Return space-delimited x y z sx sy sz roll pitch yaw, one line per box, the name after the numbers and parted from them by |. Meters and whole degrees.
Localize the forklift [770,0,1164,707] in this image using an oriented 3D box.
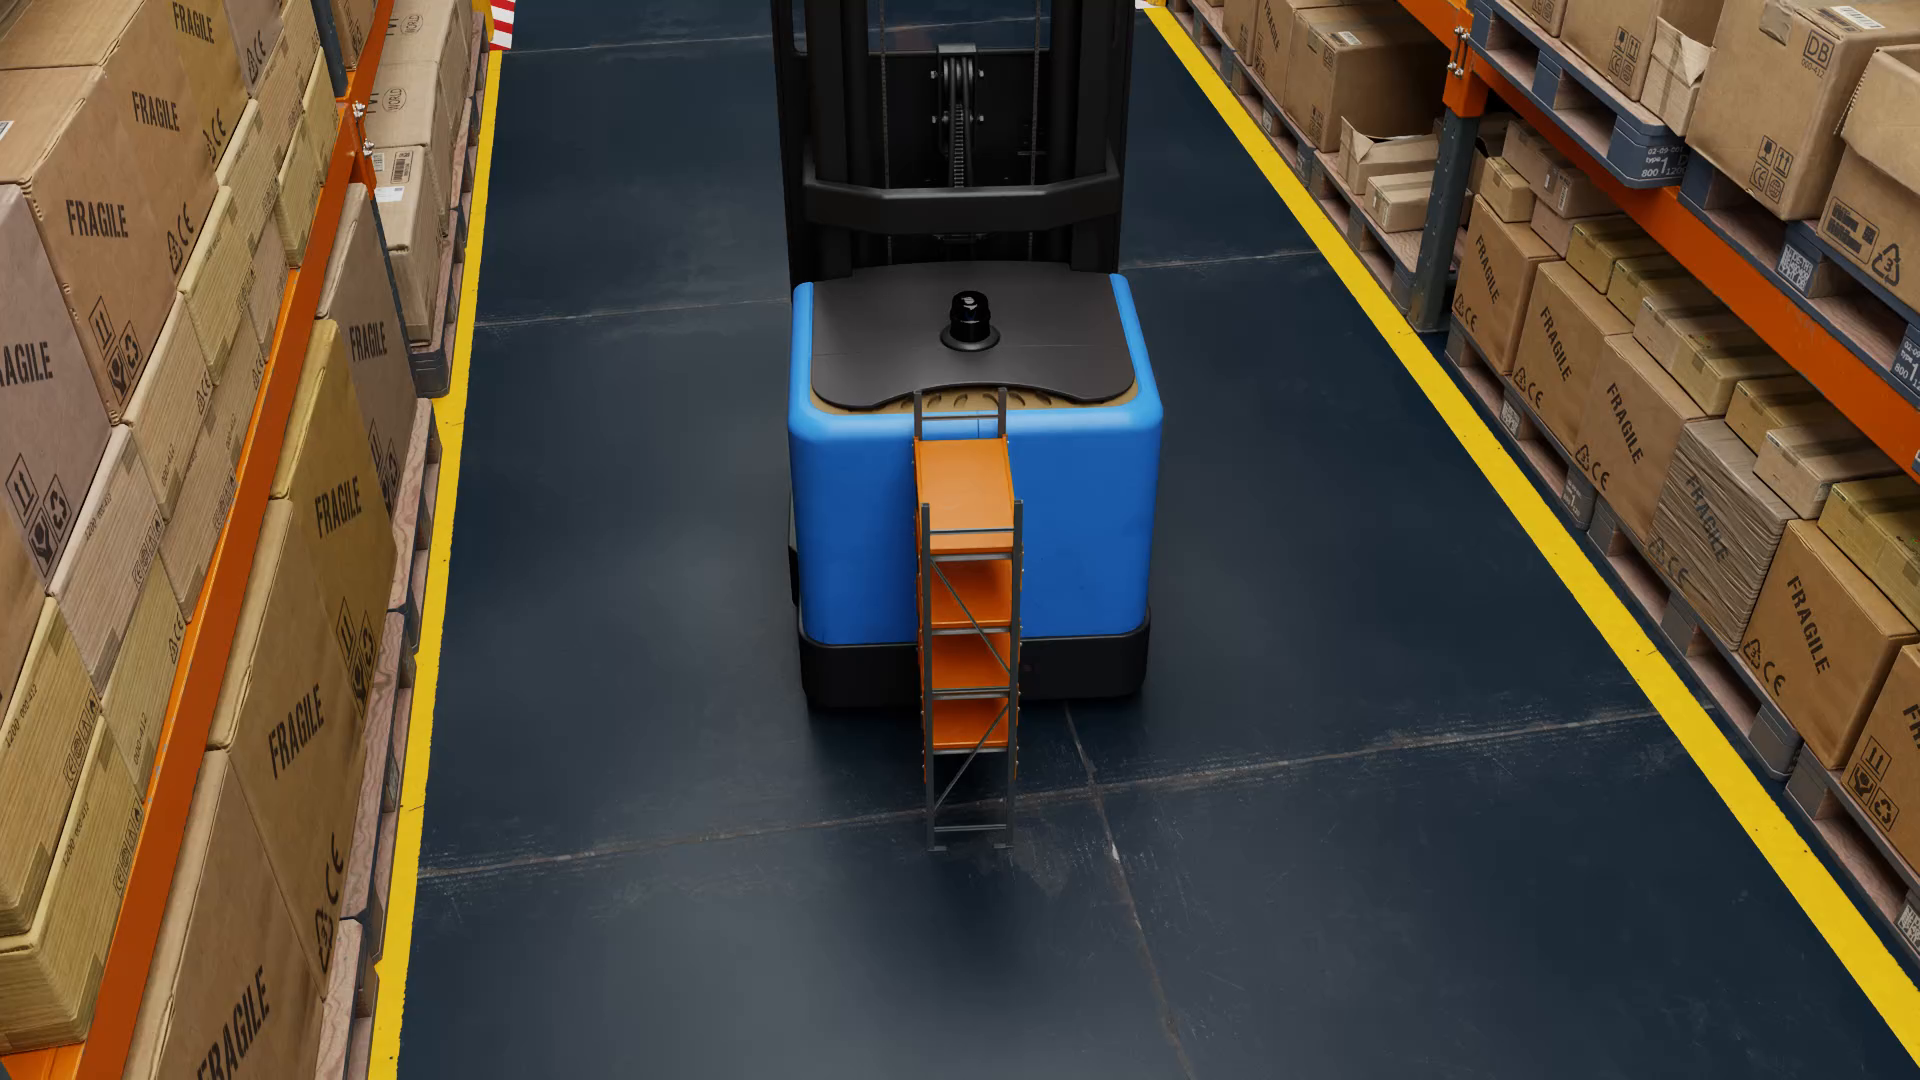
-0.035 -1.540 5.343 1.130 2.935 3.031 -2 38 -3 | forklift

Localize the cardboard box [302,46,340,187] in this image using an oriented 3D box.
-2.200 -1.277 5.071 0.500 0.250 0.500 -7 38 -9 | cardboard box

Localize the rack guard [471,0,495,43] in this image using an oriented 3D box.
-3.232 -3.024 9.235 1.175 0.500 0.348 -6 38 -8 | rack guard

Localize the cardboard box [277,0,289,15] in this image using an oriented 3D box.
-2.201 -1.772 4.689 0.500 0.500 0.500 -5 38 -6 | cardboard box

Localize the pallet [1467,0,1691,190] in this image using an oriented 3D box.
2.392 -1.546 5.452 1.003 0.211 1.213 -6 38 -8 | pallet

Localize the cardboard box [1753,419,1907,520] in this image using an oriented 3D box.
2.520 -0.210 4.742 0.380 0.149 0.250 -8 39 -10 | cardboard box

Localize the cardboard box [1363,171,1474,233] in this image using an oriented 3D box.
1.973 -1.462 7.168 0.380 0.149 0.250 -7 38 -9 | cardboard box

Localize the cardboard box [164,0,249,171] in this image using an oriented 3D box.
-2.033 -1.152 3.891 0.500 0.500 0.500 -5 38 -7 | cardboard box

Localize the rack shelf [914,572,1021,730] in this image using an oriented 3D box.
0.014 0.291 4.508 0.258 0.148 0.480 -2 38 -3 | rack shelf

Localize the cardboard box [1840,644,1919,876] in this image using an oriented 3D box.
2.698 0.585 4.247 0.500 0.500 0.500 -7 38 -9 | cardboard box

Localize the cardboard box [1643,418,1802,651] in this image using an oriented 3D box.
2.494 -0.042 5.055 0.500 0.500 0.500 -8 38 -10 | cardboard box

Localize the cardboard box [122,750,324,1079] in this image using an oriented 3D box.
-1.865 1.083 3.301 0.875 0.875 0.875 -7 38 -8 | cardboard box

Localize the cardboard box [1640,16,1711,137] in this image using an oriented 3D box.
2.225 -1.349 4.809 0.396 0.266 0.258 -4 38 -6 | cardboard box

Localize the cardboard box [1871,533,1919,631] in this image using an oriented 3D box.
2.642 0.104 4.338 0.380 0.149 0.250 -5 38 -7 | cardboard box

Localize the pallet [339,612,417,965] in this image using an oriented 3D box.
-2.100 0.717 4.655 1.003 0.211 1.213 -6 38 -8 | pallet

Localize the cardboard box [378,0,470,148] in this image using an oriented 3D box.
-2.845 -2.211 7.897 0.875 0.438 0.875 -5 38 -7 | cardboard box

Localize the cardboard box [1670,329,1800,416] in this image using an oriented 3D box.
2.451 -0.524 5.146 0.380 0.149 0.250 -5 38 -6 | cardboard box

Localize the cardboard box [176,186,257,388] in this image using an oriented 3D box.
-1.912 -0.558 3.738 0.500 0.250 0.500 -6 38 -7 | cardboard box

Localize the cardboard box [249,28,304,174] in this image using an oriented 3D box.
-2.115 -1.177 4.535 0.500 0.250 0.500 -5 38 -7 | cardboard box

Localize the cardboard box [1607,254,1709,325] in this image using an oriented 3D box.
2.403 -0.829 5.539 0.380 0.149 0.250 -7 38 -9 | cardboard box

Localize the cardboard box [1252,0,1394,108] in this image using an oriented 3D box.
1.778 -2.481 8.194 0.500 0.500 0.500 -6 38 -7 | cardboard box

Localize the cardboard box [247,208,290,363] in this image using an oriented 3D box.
-2.042 -0.663 4.280 0.500 0.250 0.500 -7 38 -9 | cardboard box

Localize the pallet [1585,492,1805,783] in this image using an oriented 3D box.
2.757 0.210 5.307 1.003 0.211 1.213 -6 38 -8 | pallet

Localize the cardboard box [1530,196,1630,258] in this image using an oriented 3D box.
2.285 -1.147 5.948 0.380 0.149 0.250 -7 38 -9 | cardboard box

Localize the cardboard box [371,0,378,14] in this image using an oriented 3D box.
-2.435 -2.236 6.102 0.500 0.500 0.500 -6 38 -8 | cardboard box

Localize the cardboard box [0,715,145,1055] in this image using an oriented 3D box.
-1.663 0.572 2.691 0.500 0.250 0.500 -7 38 -9 | cardboard box

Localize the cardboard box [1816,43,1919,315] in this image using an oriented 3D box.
2.593 -0.873 4.003 0.797 0.503 0.637 -7 38 -9 | cardboard box

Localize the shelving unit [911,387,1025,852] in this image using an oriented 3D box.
0.014 0.237 4.466 0.258 1.200 0.503 -2 38 -3 | shelving unit

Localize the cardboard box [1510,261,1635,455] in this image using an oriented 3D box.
2.326 -0.658 5.848 0.500 0.500 0.500 -7 38 -9 | cardboard box

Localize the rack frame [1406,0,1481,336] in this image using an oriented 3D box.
2.360 -2.117 6.029 1.000 3.000 0.127 -6 38 -8 | rack frame

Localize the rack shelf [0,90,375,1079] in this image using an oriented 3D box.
-2.176 -0.088 4.005 1.077 0.370 4.000 -6 38 -8 | rack shelf

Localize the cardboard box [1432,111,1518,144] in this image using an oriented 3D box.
2.400 -1.843 7.659 0.380 0.149 0.250 -7 38 -9 | cardboard box

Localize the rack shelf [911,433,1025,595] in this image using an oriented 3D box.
0.014 -0.073 4.225 0.258 0.148 0.480 -2 38 -3 | rack shelf

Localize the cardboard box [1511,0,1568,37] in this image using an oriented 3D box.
2.224 -2.006 5.463 0.700 0.500 0.500 -5 38 -7 | cardboard box

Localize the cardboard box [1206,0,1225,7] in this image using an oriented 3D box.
1.672 -3.333 9.288 0.797 0.503 0.637 -8 38 -10 | cardboard box

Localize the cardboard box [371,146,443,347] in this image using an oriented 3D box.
-2.531 -1.125 6.500 0.875 0.438 0.875 -7 38 -9 | cardboard box

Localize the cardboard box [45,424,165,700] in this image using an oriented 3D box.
-1.760 0.052 2.952 0.500 0.250 0.500 -5 38 -7 | cardboard box

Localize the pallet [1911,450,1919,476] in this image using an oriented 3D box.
2.873 -0.027 3.496 1.213 0.211 1.003 -6 38 -8 | pallet

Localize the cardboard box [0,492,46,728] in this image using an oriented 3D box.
-1.671 0.077 2.309 0.500 0.500 0.500 -7 38 -9 | cardboard box

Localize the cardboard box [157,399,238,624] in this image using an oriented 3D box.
-1.857 -0.054 3.496 0.500 0.250 0.500 -5 38 -6 | cardboard box

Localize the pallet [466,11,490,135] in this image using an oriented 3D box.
-3.011 -2.421 8.694 1.003 0.211 1.213 -6 38 -8 | pallet

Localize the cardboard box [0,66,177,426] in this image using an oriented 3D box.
-1.843 -0.536 3.098 0.500 0.500 0.500 -5 38 -7 | cardboard box

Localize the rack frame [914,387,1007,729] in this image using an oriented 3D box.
0.000 0.088 4.659 0.240 1.200 0.015 -2 38 -3 | rack frame

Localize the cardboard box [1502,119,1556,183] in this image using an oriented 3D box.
2.220 -1.430 6.070 0.380 0.149 0.250 -7 38 -9 | cardboard box

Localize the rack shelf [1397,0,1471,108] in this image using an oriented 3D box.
2.009 -3.040 7.805 1.077 0.370 4.000 -6 38 -8 | rack shelf

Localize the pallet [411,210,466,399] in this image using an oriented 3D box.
-2.583 -0.947 6.797 1.003 0.211 1.213 -6 38 -8 | pallet

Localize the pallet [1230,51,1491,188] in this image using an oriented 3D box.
2.023 -2.169 8.370 1.003 0.211 1.213 -6 38 -8 | pallet

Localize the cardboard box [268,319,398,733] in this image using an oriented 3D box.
-2.173 0.003 4.690 0.875 0.875 0.875 -5 38 -7 | cardboard box
